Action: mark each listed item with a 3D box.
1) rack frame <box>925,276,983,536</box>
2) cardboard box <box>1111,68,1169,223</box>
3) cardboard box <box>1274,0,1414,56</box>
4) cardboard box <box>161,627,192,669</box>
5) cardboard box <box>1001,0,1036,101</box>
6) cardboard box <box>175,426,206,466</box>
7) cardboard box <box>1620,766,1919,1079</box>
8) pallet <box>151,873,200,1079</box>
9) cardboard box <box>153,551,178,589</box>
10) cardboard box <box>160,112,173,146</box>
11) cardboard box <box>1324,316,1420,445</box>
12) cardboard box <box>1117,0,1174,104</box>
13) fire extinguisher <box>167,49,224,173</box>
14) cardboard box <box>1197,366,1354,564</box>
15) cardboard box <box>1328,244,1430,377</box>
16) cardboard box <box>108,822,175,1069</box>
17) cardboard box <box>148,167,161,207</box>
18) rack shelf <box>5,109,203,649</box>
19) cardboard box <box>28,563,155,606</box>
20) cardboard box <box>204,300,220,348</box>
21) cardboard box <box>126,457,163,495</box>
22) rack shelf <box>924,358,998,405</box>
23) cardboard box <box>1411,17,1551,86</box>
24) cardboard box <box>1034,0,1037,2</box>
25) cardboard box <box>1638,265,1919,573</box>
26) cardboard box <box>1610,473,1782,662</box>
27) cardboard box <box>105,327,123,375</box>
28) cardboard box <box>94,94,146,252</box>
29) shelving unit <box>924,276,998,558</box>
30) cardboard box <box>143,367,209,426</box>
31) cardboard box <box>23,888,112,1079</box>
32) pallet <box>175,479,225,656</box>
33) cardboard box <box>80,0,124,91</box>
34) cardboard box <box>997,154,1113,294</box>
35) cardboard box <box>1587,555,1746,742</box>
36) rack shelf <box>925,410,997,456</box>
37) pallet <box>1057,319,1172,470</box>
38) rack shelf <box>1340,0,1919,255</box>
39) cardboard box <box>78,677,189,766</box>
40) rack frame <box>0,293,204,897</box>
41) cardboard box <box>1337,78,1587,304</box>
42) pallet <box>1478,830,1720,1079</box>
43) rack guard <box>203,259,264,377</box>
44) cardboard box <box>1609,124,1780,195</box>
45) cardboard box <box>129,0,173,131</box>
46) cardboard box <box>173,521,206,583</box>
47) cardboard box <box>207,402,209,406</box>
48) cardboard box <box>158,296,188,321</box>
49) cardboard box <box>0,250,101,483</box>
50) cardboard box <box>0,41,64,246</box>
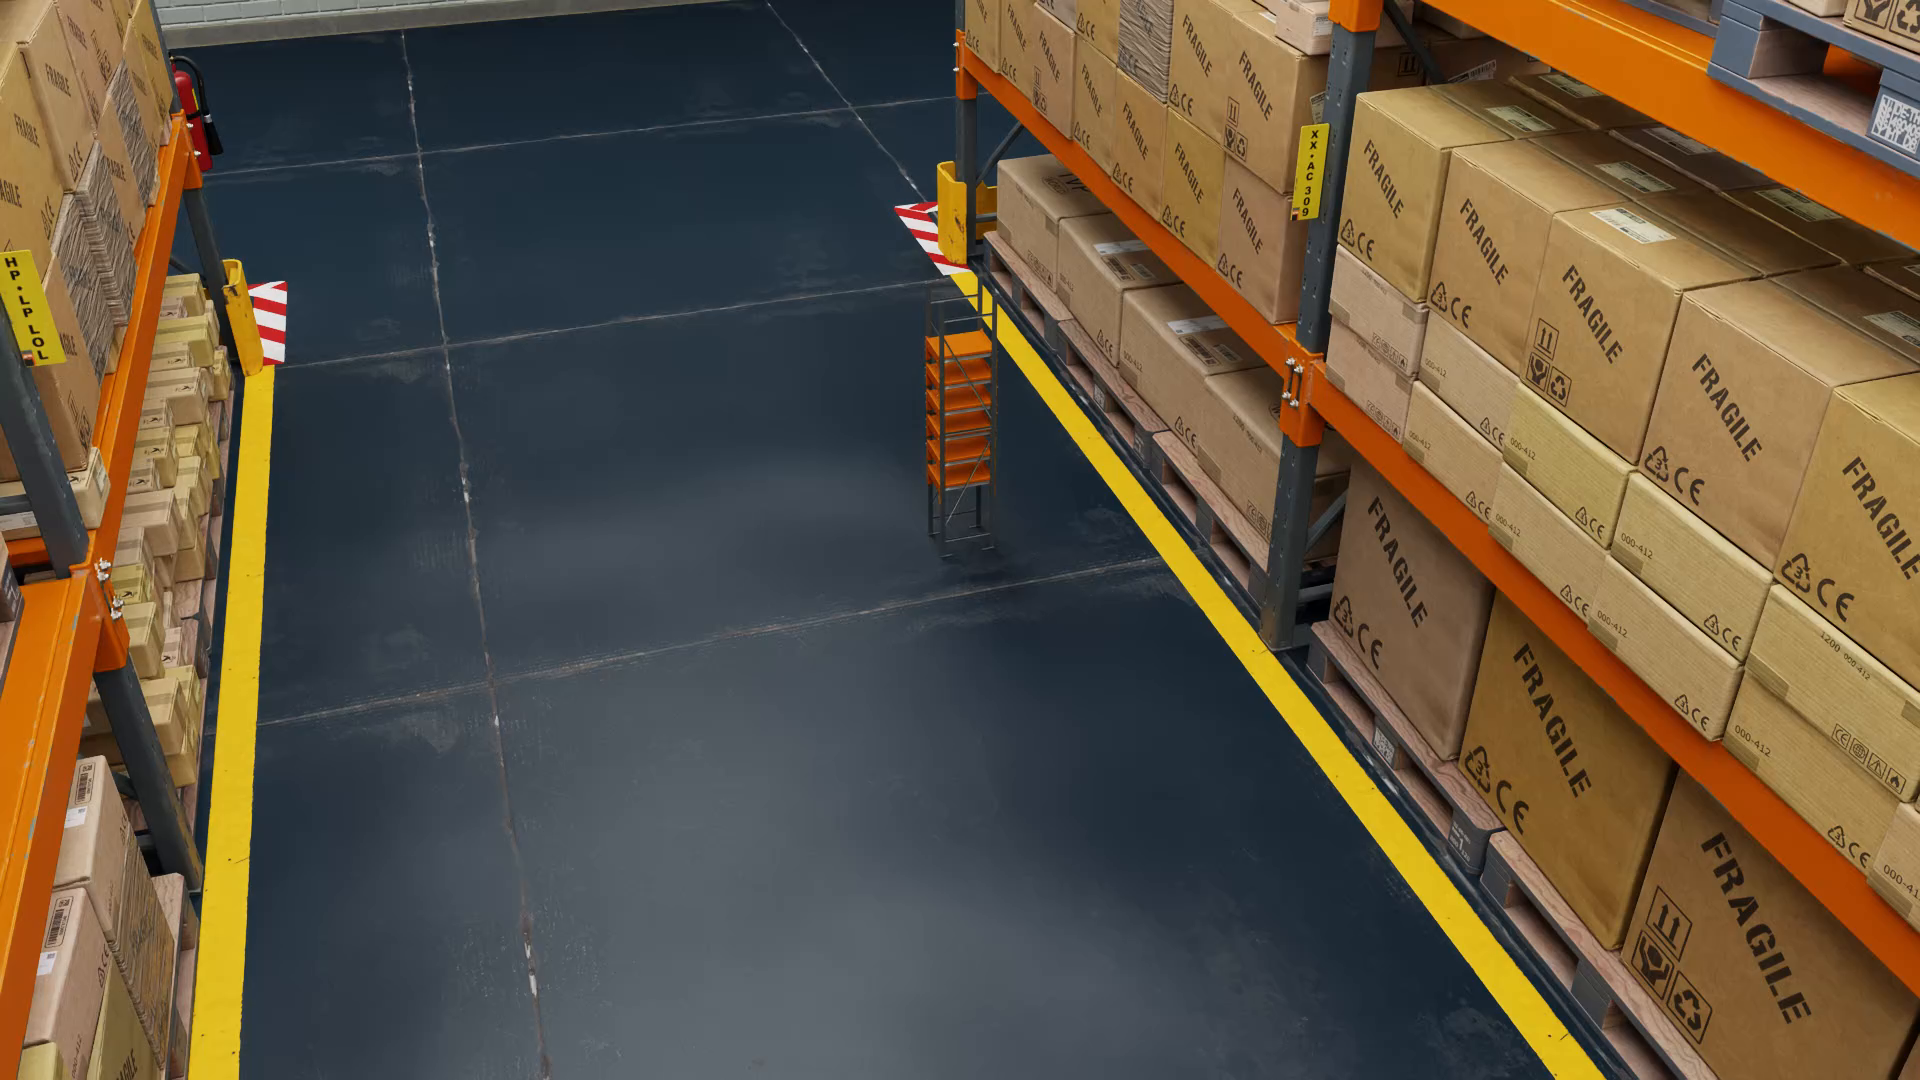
[{"bbox_3d":[-0.023,-0.541,6.980,0.240,1.200,0.006,-10,35,-15],"label":"rack frame"},{"bbox_3d":[0.974,-1.691,6.997,0.500,0.500,0.500,-11,35,-15],"label":"cardboard box"},{"bbox_3d":[1.291,-1.755,5.600,0.380,0.149,0.250,-11,35,-16],"label":"cardboard box"},{"bbox_3d":[-3.007,0.475,6.015,0.380,0.149,0.250,-10,35,-15],"label":"cardboard box"},{"bbox_3d":[0.522,-2.498,8.219,0.500,0.500,0.500,-10,35,-15],"label":"cardboard box"},{"bbox_3d":[-3.391,-0.333,6.968,0.380,0.149,0.250,-8,34,-12],"label":"cardboard box"},{"bbox_3d":[2.509,1.048,4.489,0.875,0.875,0.875,-10,35,-14],"label":"cardboard box"},{"bbox_3d":[-2.756,1.540,4.728,1.003,0.211,1.213,-10,35,-15],"label":"pallet"},{"bbox_3d":[-3.213,0.084,6.338,0.380,0.149,0.250,-8,34,-13],"label":"cardboard box"},{"bbox_3d":[-3.846,-1.904,7.638,0.380,0.149,0.250,-10,35,-15],"label":"cardboard box"},{"bbox_3d":[1.571,-0.580,5.542,0.500,0.250,0.500,-11,35,-16],"label":"cardboard box"},{"bbox_3d":[0.970,-2.111,6.727,0.500,0.500,0.500,-10,35,-14],"label":"cardboard box"},{"bbox_3d":[-3.852,-2.154,8.198,0.296,0.674,0.183,-10,35,-15],"label":"fire extinguisher"},{"bbox_3d":[1.599,-0.372,7.035,0.875,0.438,0.875,-11,35,-15],"label":"cardboard box"},{"bbox_3d":[1.554,-0.785,5.400,0.500,0.250,0.500,-11,35,-16],"label":"cardboard box"},{"bbox_3d":[-2.529,1.182,4.627,0.500,0.500,0.500,-11,35,-16],"label":"cardboard box"},{"bbox_3d":[-3.615,-1.508,7.039,0.380,0.149,0.250,-9,35,-13],"label":"cardboard box"},{"bbox_3d":[-3.605,-0.782,6.365,1.077,0.370,4.000,-10,35,-15],"label":"rack shelf"},{"bbox_3d":[-3.054,0.239,5.833,0.380,0.149,0.250,-10,35,-15],"label":"cardboard box"},{"bbox_3d":[-3.782,-1.013,7.997,0.380,0.149,0.250,-11,35,-16],"label":"cardboard box"},{"bbox_3d":[-3.317,-0.171,6.453,0.380,0.149,0.250,-11,35,-17],"label":"cardboard box"},{"bbox_3d":[0.004,-0.656,6.800,0.258,0.103,0.180,-10,35,-15],"label":"rack shelf"},{"bbox_3d":[1.774,-1.667,6.055,0.500,0.500,0.500,-10,35,-14],"label":"cardboard box"},{"bbox_3d":[0.508,-2.907,7.930,0.500,0.500,0.500,-11,35,-16],"label":"cardboard box"},{"bbox_3d":[2.045,-0.301,3.986,0.500,0.500,0.500,-11,35,-16],"label":"cardboard box"},{"bbox_3d":[2.025,0.018,4.184,0.500,0.250,0.500,-11,35,-16],"label":"cardboard box"},{"bbox_3d":[-3.143,-0.673,5.775,0.380,0.149,0.250,-9,35,-14],"label":"cardboard box"},{"bbox_3d":[-3.375,-1.306,6.145,0.500,0.500,0.500,-8,34,-12],"label":"cardboard box"},{"bbox_3d":[0.004,-0.493,6.908,0.258,1.200,0.189,-10,35,-15],"label":"shelving unit"},{"bbox_3d":[-3.437,-0.596,7.097,0.380,0.149,0.250,-9,34,-13],"label":"cardboard box"},{"bbox_3d":[-2.383,1.143,4.005,0.500,0.250,0.500,-8,34,-12],"label":"cardboard box"},{"bbox_3d":[-3.609,0.143,6.842,1.003,0.211,1.213,-10,35,-15],"label":"pallet"},{"bbox_3d":[-3.517,-1.979,6.257,0.500,0.500,0.500,-8,34,-12],"label":"cardboard box"},{"bbox_3d":[0.765,-1.794,9.188,0.875,0.438,0.875,-11,35,-16],"label":"cardboard box"},{"bbox_3d":[2.015,0.228,4.321,0.500,0.250,0.500,-11,35,-16],"label":"cardboard box"},{"bbox_3d":[0.004,-0.456,6.932,0.258,0.103,0.180,-10,35,-15],"label":"rack shelf"},{"bbox_3d":[1.155,-0.808,8.282,1.003,0.211,1.213,-10,35,-15],"label":"pallet"},{"bbox_3d":[2.298,-0.819,3.700,1.077,0.370,4.000,-10,35,-15],"label":"rack shelf"},{"bbox_3d":[-2.801,0.614,5.536,0.380,0.149,0.250,-8,34,-13],"label":"cardboard box"},{"bbox_3d":[-2.995,-0.032,4.578,1.000,3.000,0.127,-10,35,-15],"label":"rack frame"},{"bbox_3d":[1.549,-1.097,5.192,0.500,0.500,0.500,-10,35,-14],"label":"cardboard box"},{"bbox_3d":[2.371,1.280,5.122,1.003,0.211,1.213,-10,35,-15],"label":"pallet"},{"bbox_3d":[-4.192,-1.049,8.385,1.175,0.500,0.348,-10,35,-15],"label":"rack guard"},{"bbox_3d":[2.229,-0.914,4.914,0.500,0.500,0.500,-9,35,-14],"label":"cardboard box"},{"bbox_3d":[-3.833,-2.105,7.355,0.500,0.500,0.500,-9,35,-14],"label":"cardboard box"},{"bbox_3d":[-3.234,0.062,6.640,0.380,0.149,0.250,-11,35,-16],"label":"cardboard box"},{"bbox_3d":[-3.682,-0.606,7.651,0.380,0.149,0.250,-10,35,-15],"label":"cardboard box"},{"bbox_3d":[-3.790,-0.989,7.692,0.380,0.149,0.250,-9,35,-14],"label":"cardboard box"},{"bbox_3d":[-2.906,-0.500,4.926,0.500,0.500,0.500,-11,35,-16],"label":"cardboard box"},{"bbox_3d":[-3.073,-1.163,5.021,0.500,0.500,0.500,-11,35,-16],"label":"cardboard box"}]
